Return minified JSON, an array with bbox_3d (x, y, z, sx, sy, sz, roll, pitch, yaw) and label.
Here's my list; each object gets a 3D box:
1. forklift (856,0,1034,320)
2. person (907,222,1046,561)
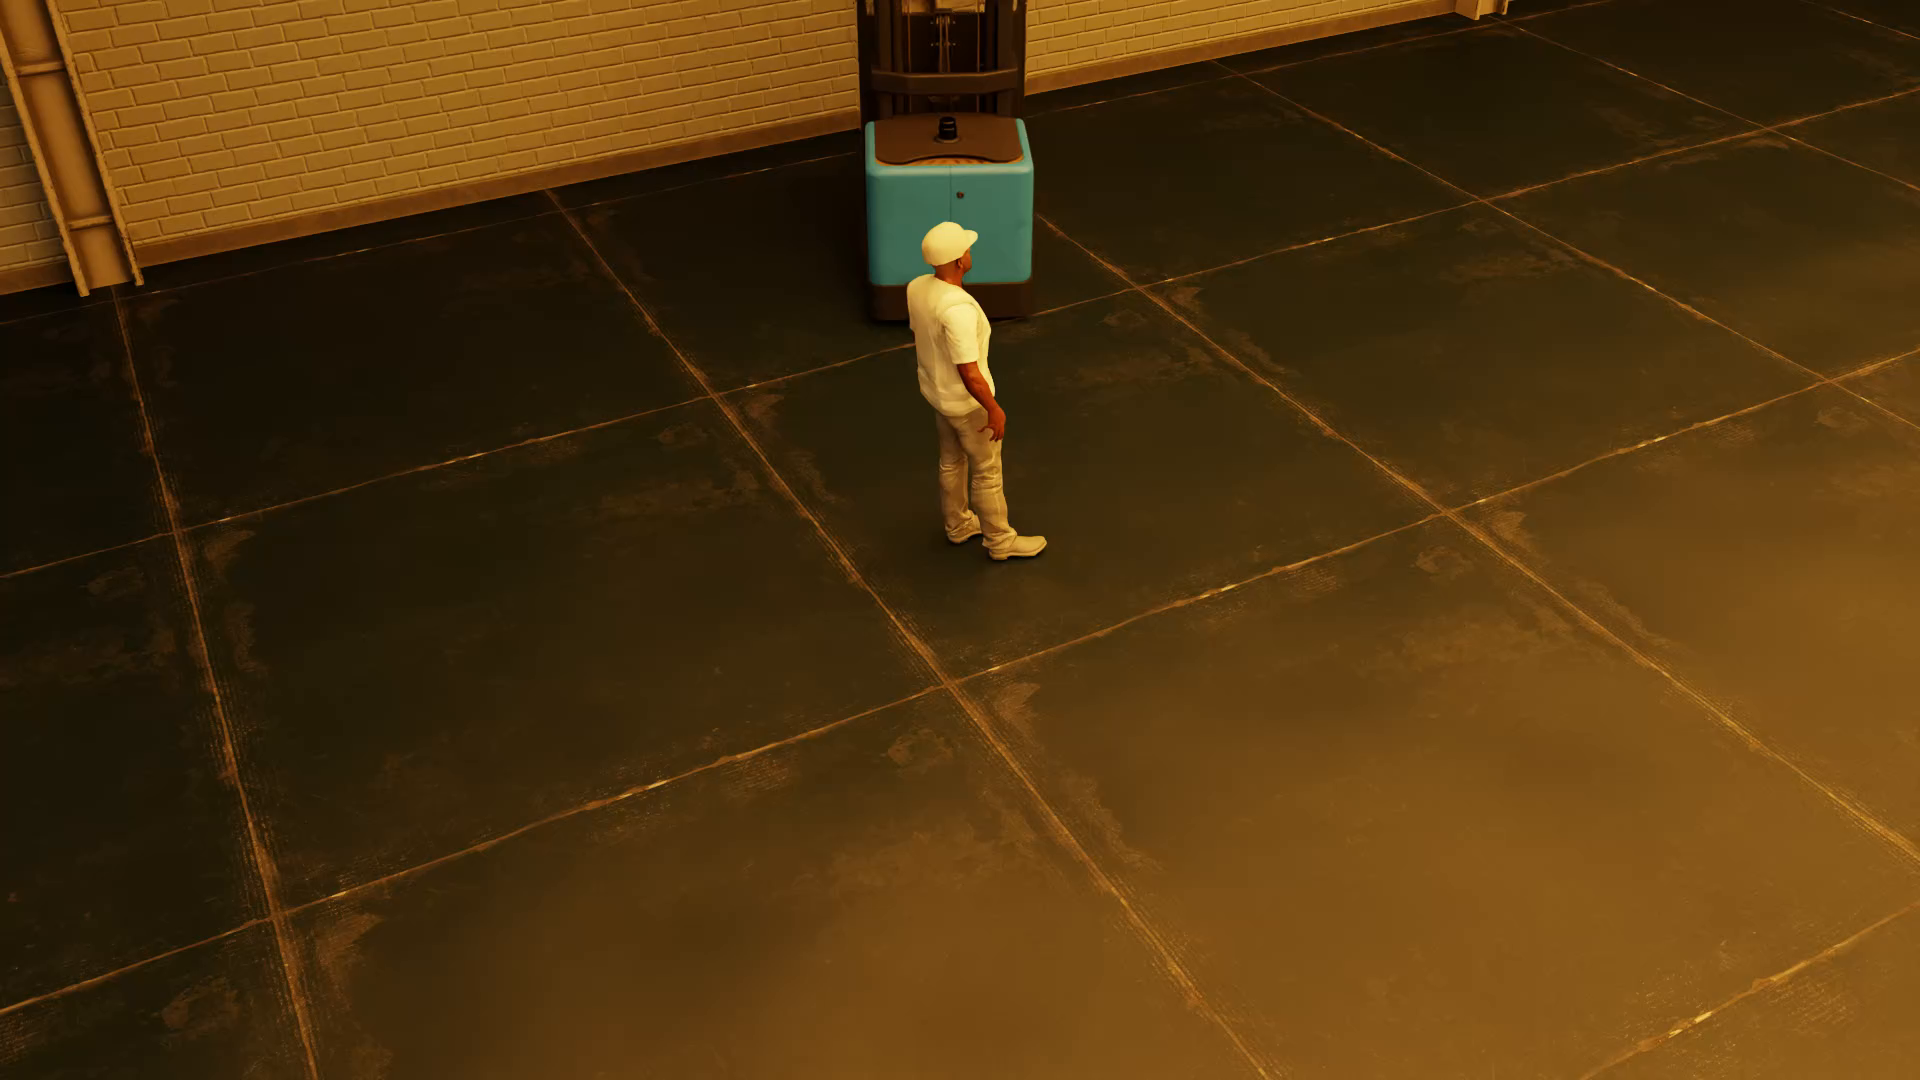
[{"bbox_3d":[-0.132,-3.409,10.946,1.130,2.935,3.031,-2,35,-2],"label":"forklift"},{"bbox_3d":[0.064,-0.740,8.172,0.577,1.759,0.666,-17,39,-23],"label":"person"}]
